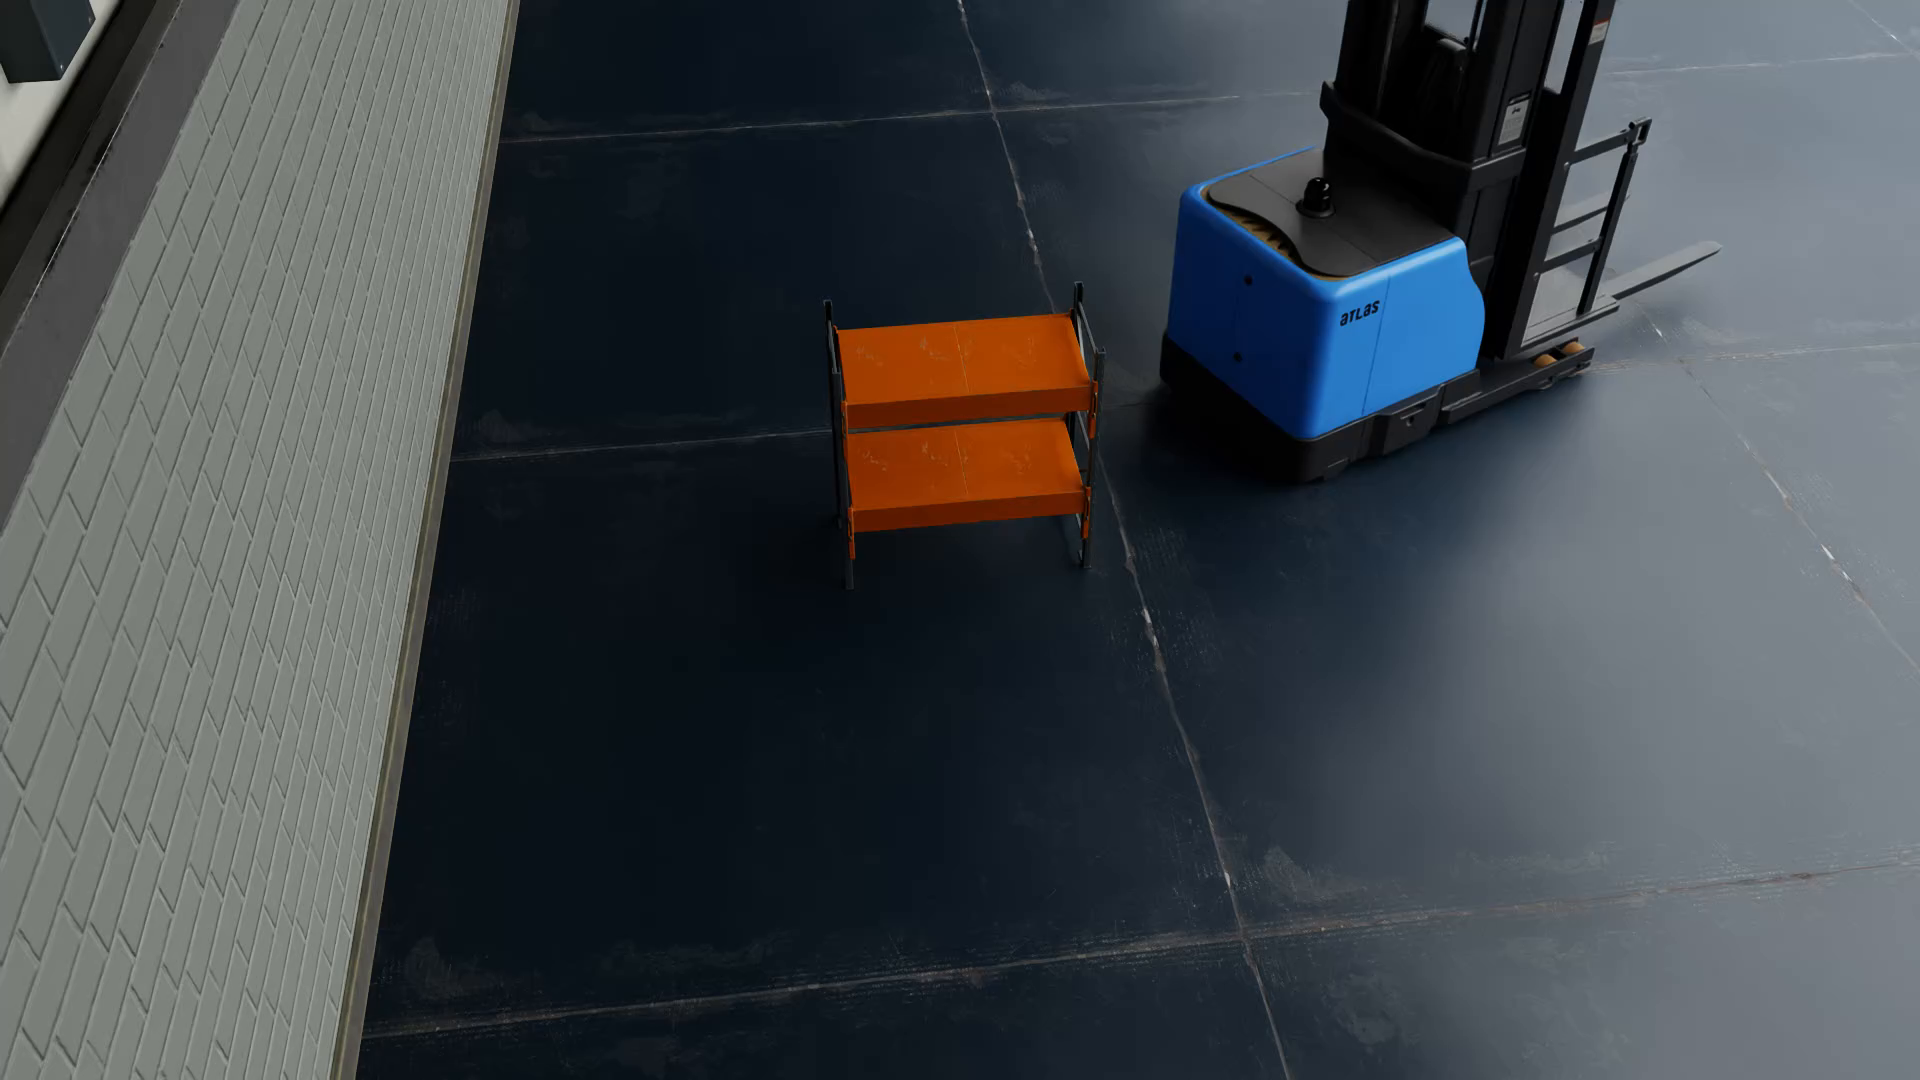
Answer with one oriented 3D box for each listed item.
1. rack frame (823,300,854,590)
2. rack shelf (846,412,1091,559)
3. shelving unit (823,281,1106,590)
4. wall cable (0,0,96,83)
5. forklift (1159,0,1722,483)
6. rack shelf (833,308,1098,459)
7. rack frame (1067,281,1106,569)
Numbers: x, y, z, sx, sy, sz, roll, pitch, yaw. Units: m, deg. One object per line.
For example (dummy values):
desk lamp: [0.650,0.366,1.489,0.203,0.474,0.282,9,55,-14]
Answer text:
rack frame: [-0.497,-0.374,6.825,0.032,1.125,0.500,-5,42,-6]
rack shelf: [0.007,-0.237,7.038,1.000,0.278,0.538,-5,42,-6]
shelving unit: [0.007,-0.418,6.874,1.048,1.125,0.538,-5,42,-6]
wall cable: [-2.114,-3.976,2.400,0.169,6.003,2.305,-5,42,-6]
forklift: [2.485,-2.097,7.386,3.031,2.935,1.130,-23,47,-23]
rack shelf: [0.007,-0.636,6.678,1.000,0.278,0.538,-5,42,-6]
rack frame: [0.511,-0.462,6.923,0.032,1.125,0.500,-5,42,-6]
